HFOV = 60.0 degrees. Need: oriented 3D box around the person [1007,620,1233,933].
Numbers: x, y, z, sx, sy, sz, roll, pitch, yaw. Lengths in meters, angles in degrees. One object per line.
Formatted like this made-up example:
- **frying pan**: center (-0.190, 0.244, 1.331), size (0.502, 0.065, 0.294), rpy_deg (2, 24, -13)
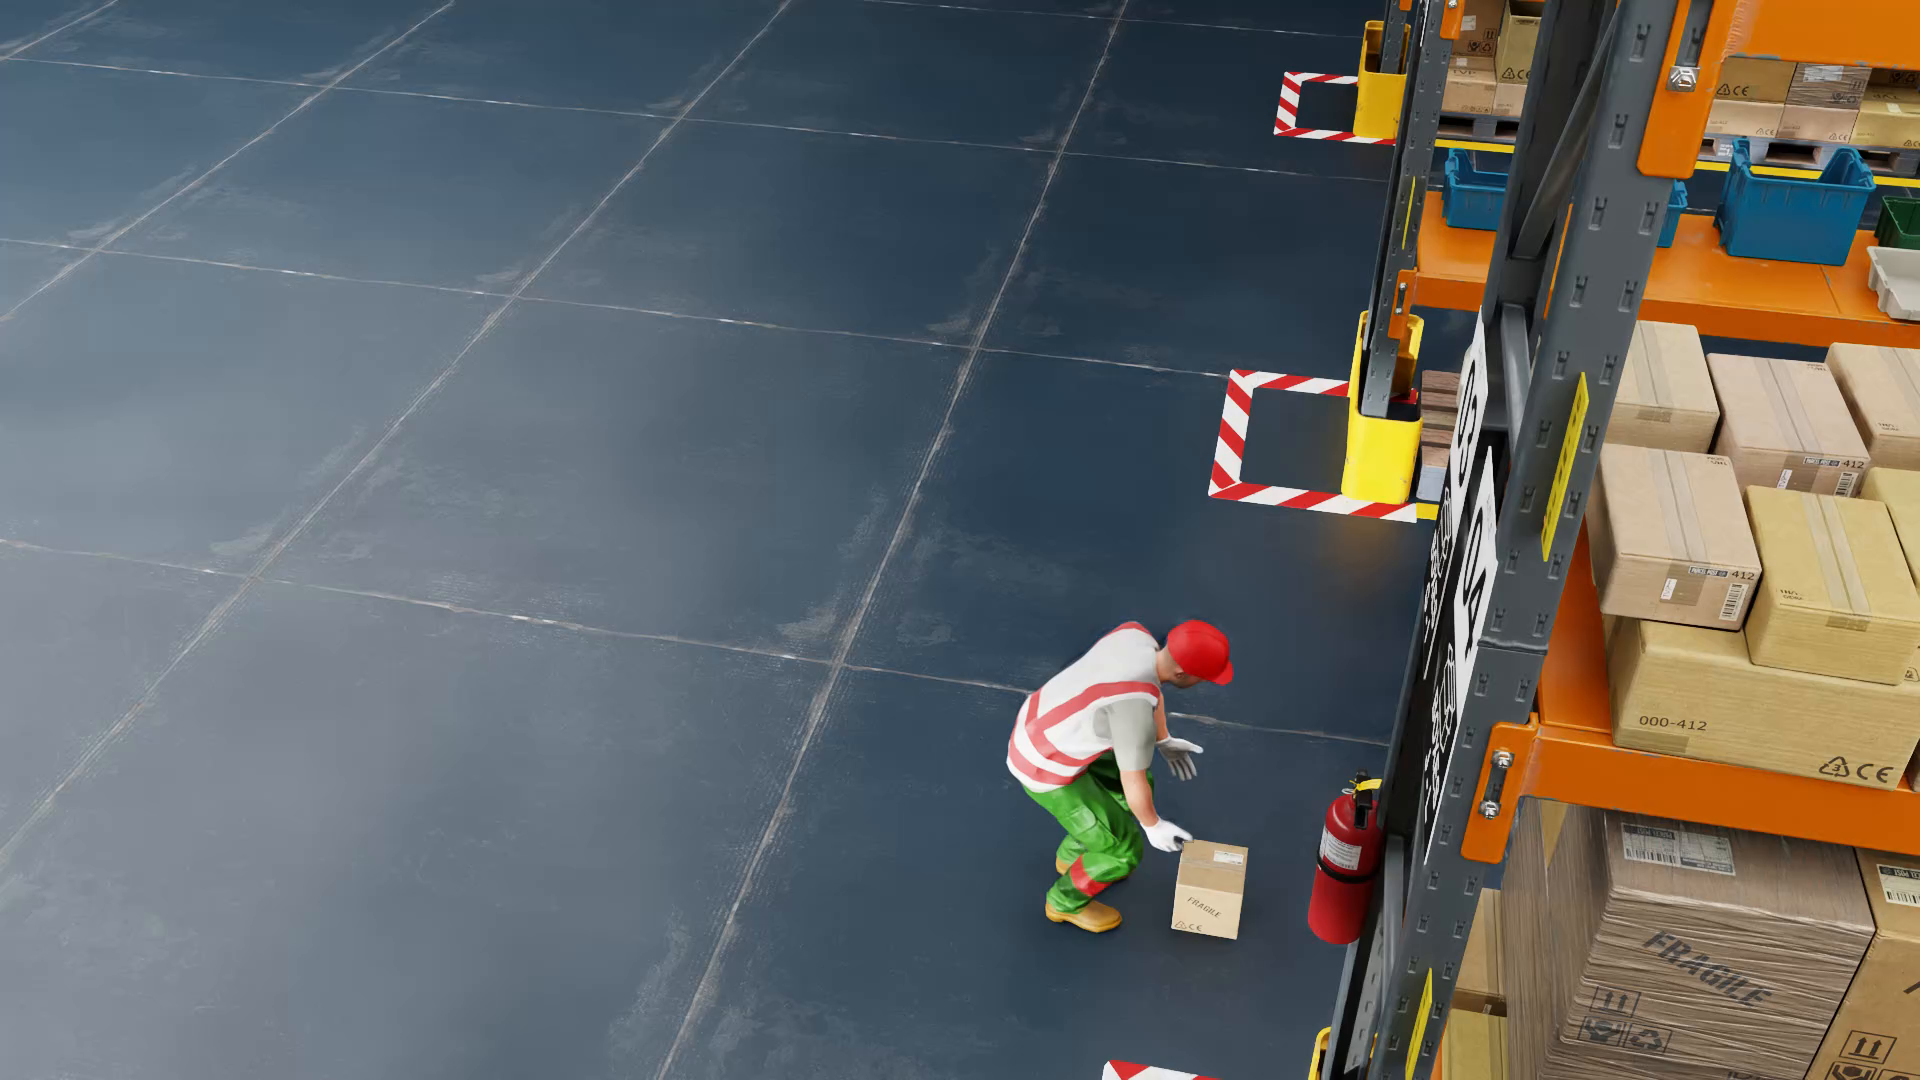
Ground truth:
- **person**: center (0.574, 0.820, 6.173), size (0.782, 1.381, 0.584), rpy_deg (7, 37, 10)
